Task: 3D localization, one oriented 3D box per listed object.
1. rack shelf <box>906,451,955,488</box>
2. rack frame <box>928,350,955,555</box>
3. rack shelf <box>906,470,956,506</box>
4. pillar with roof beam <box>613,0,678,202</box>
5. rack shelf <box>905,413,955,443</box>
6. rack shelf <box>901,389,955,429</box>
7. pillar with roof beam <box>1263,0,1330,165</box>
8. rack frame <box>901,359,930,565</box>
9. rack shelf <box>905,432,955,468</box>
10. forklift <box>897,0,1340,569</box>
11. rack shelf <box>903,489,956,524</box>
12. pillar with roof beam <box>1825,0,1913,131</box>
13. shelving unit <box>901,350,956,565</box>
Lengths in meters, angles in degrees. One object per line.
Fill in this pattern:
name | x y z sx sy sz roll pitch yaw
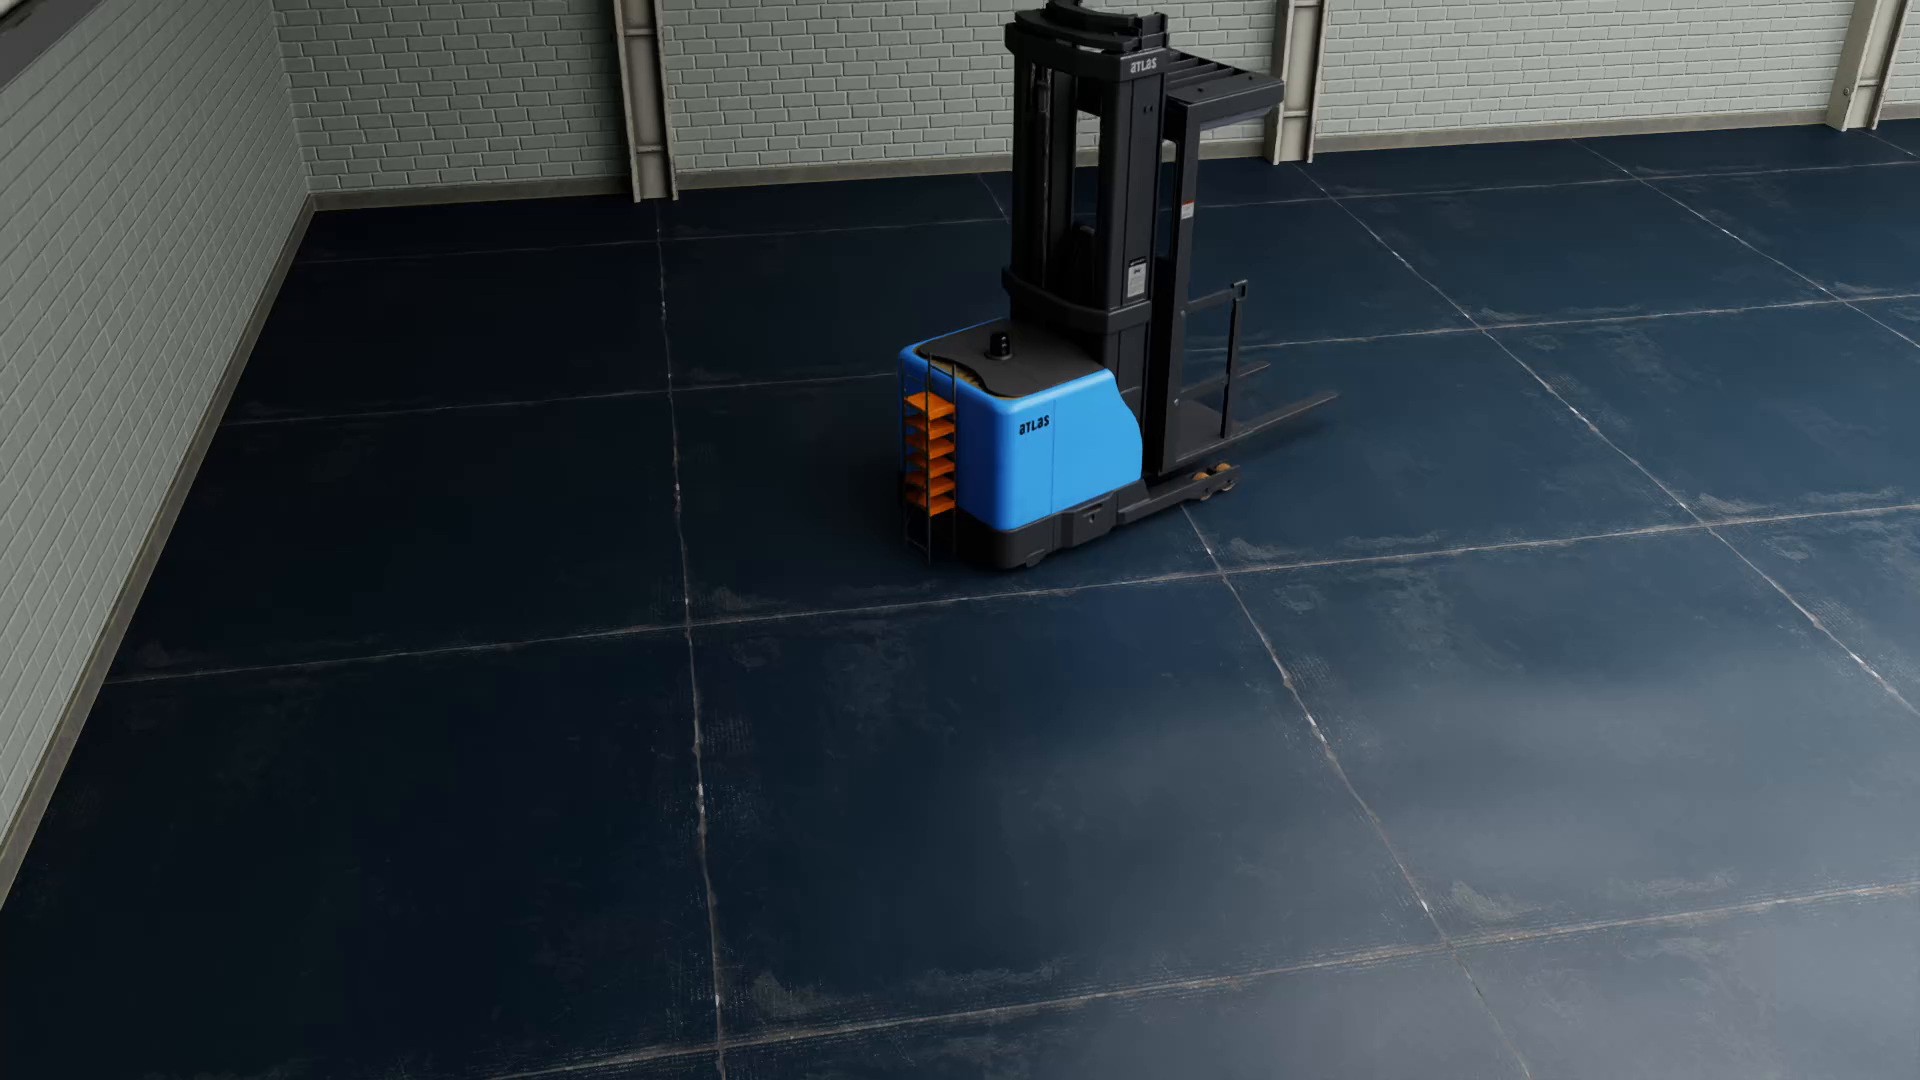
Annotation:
rack shelf | -0.175 -0.413 9.357 0.180 0.103 0.258 -22 37 -32
rack frame | -0.103 -0.480 9.383 0.006 1.200 0.240 -22 37 -32
rack shelf | -0.175 -0.310 9.417 0.180 0.103 0.258 -22 37 -32
pillar with roof beam | -1.980 -4.852 9.123 0.400 9.000 9.100 -5 31 -9
rack shelf | -0.175 -0.620 9.235 0.180 0.103 0.258 -22 37 -32
rack shelf | -0.175 -0.724 9.174 0.180 0.103 0.258 -22 37 -32
pillar with roof beam | 3.922 -5.399 10.055 0.400 9.000 9.100 -5 31 -9
rack frame | -0.247 -0.423 9.286 0.006 1.200 0.240 -22 37 -32
rack shelf | -0.175 -0.517 9.296 0.180 0.103 0.258 -22 37 -32
forklift | 1.103 -1.698 9.746 3.031 2.935 1.130 -22 37 -32
rack shelf | -0.175 -0.206 9.478 0.180 0.103 0.258 -22 37 -32
pillar with roof beam | 9.824 -5.947 10.986 0.400 9.000 9.100 -5 31 -9
shelving unit | -0.175 -0.451 9.334 0.189 1.200 0.258 -22 37 -32
